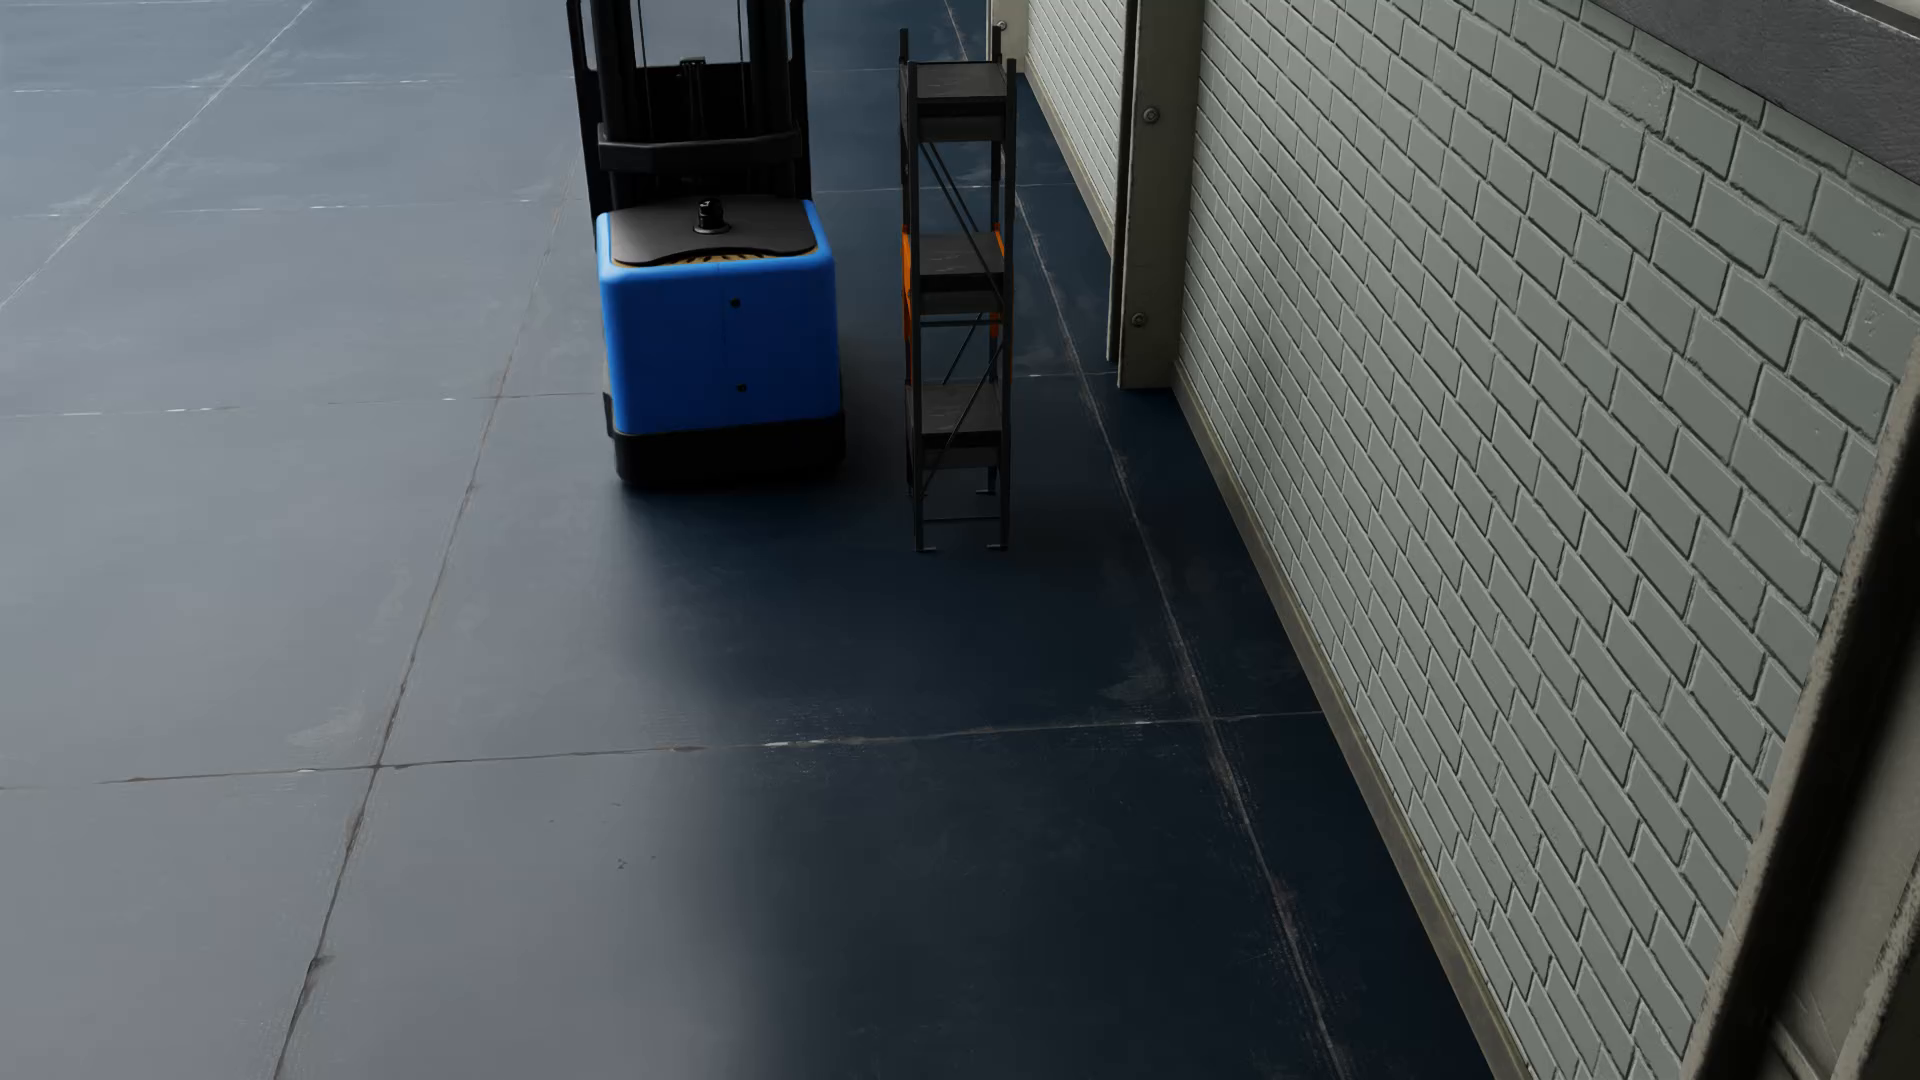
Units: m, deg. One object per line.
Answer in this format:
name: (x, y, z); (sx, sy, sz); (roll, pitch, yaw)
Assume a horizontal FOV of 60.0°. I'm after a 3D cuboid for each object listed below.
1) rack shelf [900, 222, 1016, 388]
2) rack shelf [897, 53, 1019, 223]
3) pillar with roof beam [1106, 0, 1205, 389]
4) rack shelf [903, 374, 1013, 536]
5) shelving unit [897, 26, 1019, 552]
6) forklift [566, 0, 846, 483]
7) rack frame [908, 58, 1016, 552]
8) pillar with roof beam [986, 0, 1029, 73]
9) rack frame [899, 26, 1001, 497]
rack shelf: (-0.015, -0.974, 6.860); (0.431, 0.518, 0.480); (-3, 31, -5)
rack shelf: (-0.015, -1.575, 6.501); (0.431, 0.518, 0.480); (-3, 31, -5)
pillar with roof beam: (-3.332, -4.543, 6.081); (9.100, 9.000, 0.400); (-3, 31, -5)
rack shelf: (-0.015, -0.373, 7.219); (0.431, 0.518, 0.480); (-3, 31, -5)
shelving unit: (-0.015, -0.986, 6.853); (0.431, 2.100, 0.503); (-3, 31, -5)
forklift: (-1.329, -2.261, 8.177); (1.130, 2.935, 3.031); (-6, 31, -10)
rack frame: (0.007, -0.861, 6.644); (0.400, 2.100, 0.015); (-3, 31, -5)
pillar with roof beam: (-3.893, -7.607, 11.210); (9.100, 9.000, 0.400); (-3, 31, -5)
rack frame: (-0.038, -1.111, 7.062); (0.400, 2.100, 0.015); (-3, 31, -5)
